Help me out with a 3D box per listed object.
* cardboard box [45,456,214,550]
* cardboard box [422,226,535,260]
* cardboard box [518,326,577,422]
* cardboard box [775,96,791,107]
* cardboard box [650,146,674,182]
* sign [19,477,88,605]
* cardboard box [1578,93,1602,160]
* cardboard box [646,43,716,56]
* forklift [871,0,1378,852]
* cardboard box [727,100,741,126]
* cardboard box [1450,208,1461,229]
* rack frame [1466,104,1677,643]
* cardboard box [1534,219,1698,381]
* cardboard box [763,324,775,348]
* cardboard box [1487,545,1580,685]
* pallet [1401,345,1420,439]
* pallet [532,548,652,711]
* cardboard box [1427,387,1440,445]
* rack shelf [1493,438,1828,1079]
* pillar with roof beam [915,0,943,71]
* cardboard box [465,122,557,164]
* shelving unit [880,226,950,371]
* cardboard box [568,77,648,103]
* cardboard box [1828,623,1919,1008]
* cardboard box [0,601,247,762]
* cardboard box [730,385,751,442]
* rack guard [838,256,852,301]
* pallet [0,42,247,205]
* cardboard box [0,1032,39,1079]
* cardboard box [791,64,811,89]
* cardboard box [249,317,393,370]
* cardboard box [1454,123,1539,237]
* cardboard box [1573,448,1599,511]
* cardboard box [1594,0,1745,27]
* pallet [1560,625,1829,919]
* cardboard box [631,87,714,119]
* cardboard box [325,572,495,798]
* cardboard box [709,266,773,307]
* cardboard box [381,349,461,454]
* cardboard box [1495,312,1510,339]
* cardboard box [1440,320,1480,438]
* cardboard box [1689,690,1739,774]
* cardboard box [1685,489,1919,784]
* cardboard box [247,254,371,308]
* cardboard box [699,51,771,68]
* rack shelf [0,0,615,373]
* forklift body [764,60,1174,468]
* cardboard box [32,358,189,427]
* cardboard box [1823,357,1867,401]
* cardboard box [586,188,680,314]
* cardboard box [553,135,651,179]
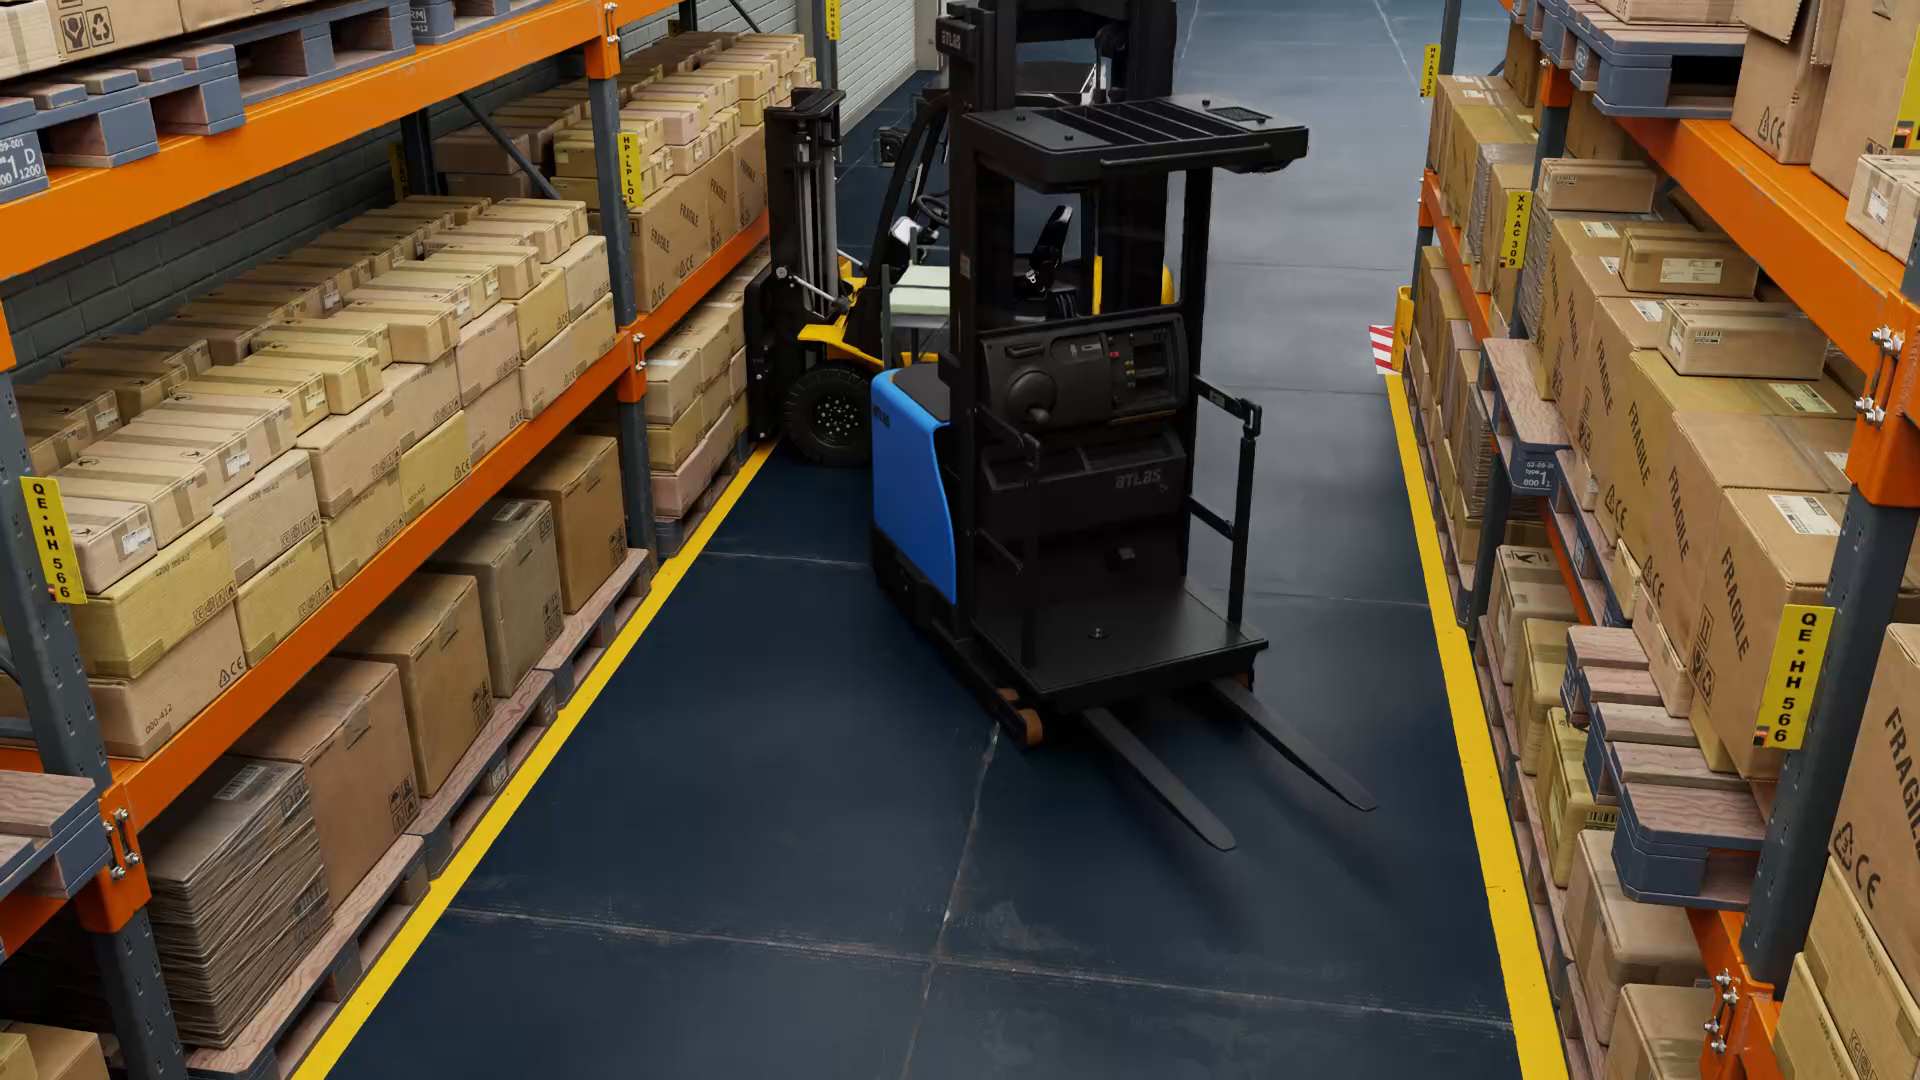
[{"bbox_3d":[-2.297,-0.105,4.554,0.380,0.149,0.250,5,25,10],"label":"cardboard box"},{"bbox_3d":[-1.982,-1.188,6.866,0.380,0.149,0.250,4,25,8],"label":"cardboard box"},{"bbox_3d":[-1.929,-0.707,6.899,0.500,0.250,0.500,4,25,8],"label":"cardboard box"},{"bbox_3d":[-1.290,-2.493,10.419,0.500,0.500,0.500,5,26,10],"label":"cardboard box"},{"bbox_3d":[-1.661,-1.888,8.362,0.380,0.149,0.250,4,25,8],"label":"cardboard box"},{"bbox_3d":[-2.145,0.003,3.932,0.100,0.325,0.005,4,25,9],"label":"sign"},{"bbox_3d":[3.260,-1.886,7.593,0.700,0.500,0.500,4,25,9],"label":"cardboard box"},{"bbox_3d":[-1.746,-3.017,10.424,0.380,0.149,0.250,4,25,10],"label":"cardboard box"},{"bbox_3d":[0.620,-0.671,6.726,1.130,2.935,3.031,-11,27,-22],"label":"forklift"},{"bbox_3d":[-1.470,-2.426,9.511,0.380,0.149,0.250,4,25,8],"label":"cardboard box"},{"bbox_3d":[3.016,-1.878,9.521,0.380,0.149,0.250,5,25,10],"label":"cardboard box"},{"bbox_3d":[2.869,-0.872,7.075,1.000,3.000,0.127,4,25,9],"label":"rack frame"},{"bbox_3d":[2.428,-0.857,6.078,0.500,0.500,0.500,4,25,9],"label":"cardboard box"},{"bbox_3d":[-1.388,-1.198,9.930,0.500,0.250,0.500,4,25,8],"label":"cardboard box"},{"bbox_3d":[2.786,0.347,7.074,0.950,0.372,0.625,4,25,9],"label":"cardboard box"},{"bbox_3d":[3.343,-0.913,10.452,1.003,0.211,1.213,4,25,9],"label":"pallet"},{"bbox_3d":[-2.110,0.359,7.734,1.003,0.211,1.213,4,25,9],"label":"pallet"},{"bbox_3d":[2.951,-0.730,9.519,0.500,0.250,0.500,6,26,12],"label":"cardboard box"},{"bbox_3d":[2.542,0.290,5.441,1.077,0.370,4.000,4,25,9],"label":"rack shelf"},{"bbox_3d":[3.830,-10.096,19.705,9.100,9.000,0.400,4,25,9],"label":"pillar with roof beam"},{"bbox_3d":[-2.193,-1.945,8.133,0.380,0.149,0.250,3,25,7],"label":"cardboard box"},{"bbox_3d":[-0.123,-0.797,8.684,0.431,1.500,0.755,4,25,8],"label":"shelving unit"},{"bbox_3d":[-1.961,-2.480,9.276,0.380,0.149,0.250,5,25,10],"label":"cardboard box"},{"bbox_3d":[1.893,0.492,2.864,0.500,0.500,0.500,3,25,7],"label":"cardboard box"},{"bbox_3d":[-2.369,0.358,4.625,0.500,0.250,0.500,4,25,9],"label":"cardboard box"},{"bbox_3d":[-1.486,-0.768,9.601,0.500,0.250,0.500,4,25,9],"label":"cardboard box"},{"bbox_3d":[-1.371,-1.766,11.932,1.175,0.500,0.348,4,25,9],"label":"rack guard"},{"bbox_3d":[-2.660,-1.105,4.256,1.213,0.211,1.003,5,26,11],"label":"pallet"},{"bbox_3d":[-2.513,1.331,4.057,0.380,0.149,0.250,3,25,6],"label":"cardboard box"},{"bbox_3d":[-1.168,-2.953,10.638,0.380,0.149,0.250,4,25,9],"label":"cardboard box"},{"bbox_3d":[-2.192,-0.650,5.717,0.380,0.149,0.250,4,25,9],"label":"cardboard box"},{"bbox_3d":[2.933,-1.903,8.809,0.500,0.500,0.500,4,25,7],"label":"cardboard box"},{"bbox_3d":[2.227,-0.196,5.432,0.380,0.149,0.250,5,26,11],"label":"cardboard box"},{"bbox_3d":[2.236,-1.712,5.013,0.500,0.250,0.500,4,25,8],"label":"cardboard box"},{"bbox_3d":[2.227,0.582,4.194,1.213,0.211,1.003,4,25,9],"label":"pallet"},{"bbox_3d":[-1.551,-2.345,8.989,0.380,0.149,0.250,4,25,8],"label":"cardboard box"},{"bbox_3d":[-2.358,0.528,6.389,0.875,0.625,0.625,3,25,6],"label":"cardboard box"},{"bbox_3d":[-1.383,-1.434,9.844,0.500,0.250,0.500,4,25,7],"label":"cardboard box"},{"bbox_3d":[-2.124,-0.511,5.891,0.500,0.250,0.500,4,25,9],"label":"cardboard box"},{"bbox_3d":[2.621,-0.914,7.461,0.380,0.149,0.250,4,25,8],"label":"cardboard box"},{"bbox_3d":[2.865,-0.849,8.889,0.500,0.500,0.500,5,26,11],"label":"cardboard box"},{"bbox_3d":[2.009,0.454,4.044,0.380,0.149,0.250,4,25,9],"label":"cardboard box"},{"bbox_3d":[2.015,0.221,3.775,0.500,0.500,0.500,3,25,7],"label":"cardboard box"},{"bbox_3d":[-2.522,-0.998,6.461,0.380,0.149,0.250,4,25,8],"label":"cardboard box"},{"bbox_3d":[-1.365,-2.881,10.134,0.380,0.149,0.250,4,25,9],"label":"cardboard box"},{"bbox_3d":[-2.355,-1.411,5.536,1.077,0.370,4.000,4,25,9],"label":"rack shelf"},{"bbox_3d":[0.115,-1.584,9.596,2.313,2.155,1.214,4,25,9],"label":"forklift body"},{"bbox_3d":[-2.703,-0.464,5.319,0.380,0.149,0.250,4,25,8],"label":"cardboard box"},{"bbox_3d":[2.676,-0.183,4.638,0.500,0.500,0.500,4,25,9],"label":"cardboard box"},{"bbox_3d":[-1.698,-1.427,8.143,0.500,0.500,0.500,3,25,7],"label":"cardboard box"},{"bbox_3d":[-1.684,-1.801,7.826,0.380,0.149,0.250,5,25,10],"label":"cardboard box"}]
